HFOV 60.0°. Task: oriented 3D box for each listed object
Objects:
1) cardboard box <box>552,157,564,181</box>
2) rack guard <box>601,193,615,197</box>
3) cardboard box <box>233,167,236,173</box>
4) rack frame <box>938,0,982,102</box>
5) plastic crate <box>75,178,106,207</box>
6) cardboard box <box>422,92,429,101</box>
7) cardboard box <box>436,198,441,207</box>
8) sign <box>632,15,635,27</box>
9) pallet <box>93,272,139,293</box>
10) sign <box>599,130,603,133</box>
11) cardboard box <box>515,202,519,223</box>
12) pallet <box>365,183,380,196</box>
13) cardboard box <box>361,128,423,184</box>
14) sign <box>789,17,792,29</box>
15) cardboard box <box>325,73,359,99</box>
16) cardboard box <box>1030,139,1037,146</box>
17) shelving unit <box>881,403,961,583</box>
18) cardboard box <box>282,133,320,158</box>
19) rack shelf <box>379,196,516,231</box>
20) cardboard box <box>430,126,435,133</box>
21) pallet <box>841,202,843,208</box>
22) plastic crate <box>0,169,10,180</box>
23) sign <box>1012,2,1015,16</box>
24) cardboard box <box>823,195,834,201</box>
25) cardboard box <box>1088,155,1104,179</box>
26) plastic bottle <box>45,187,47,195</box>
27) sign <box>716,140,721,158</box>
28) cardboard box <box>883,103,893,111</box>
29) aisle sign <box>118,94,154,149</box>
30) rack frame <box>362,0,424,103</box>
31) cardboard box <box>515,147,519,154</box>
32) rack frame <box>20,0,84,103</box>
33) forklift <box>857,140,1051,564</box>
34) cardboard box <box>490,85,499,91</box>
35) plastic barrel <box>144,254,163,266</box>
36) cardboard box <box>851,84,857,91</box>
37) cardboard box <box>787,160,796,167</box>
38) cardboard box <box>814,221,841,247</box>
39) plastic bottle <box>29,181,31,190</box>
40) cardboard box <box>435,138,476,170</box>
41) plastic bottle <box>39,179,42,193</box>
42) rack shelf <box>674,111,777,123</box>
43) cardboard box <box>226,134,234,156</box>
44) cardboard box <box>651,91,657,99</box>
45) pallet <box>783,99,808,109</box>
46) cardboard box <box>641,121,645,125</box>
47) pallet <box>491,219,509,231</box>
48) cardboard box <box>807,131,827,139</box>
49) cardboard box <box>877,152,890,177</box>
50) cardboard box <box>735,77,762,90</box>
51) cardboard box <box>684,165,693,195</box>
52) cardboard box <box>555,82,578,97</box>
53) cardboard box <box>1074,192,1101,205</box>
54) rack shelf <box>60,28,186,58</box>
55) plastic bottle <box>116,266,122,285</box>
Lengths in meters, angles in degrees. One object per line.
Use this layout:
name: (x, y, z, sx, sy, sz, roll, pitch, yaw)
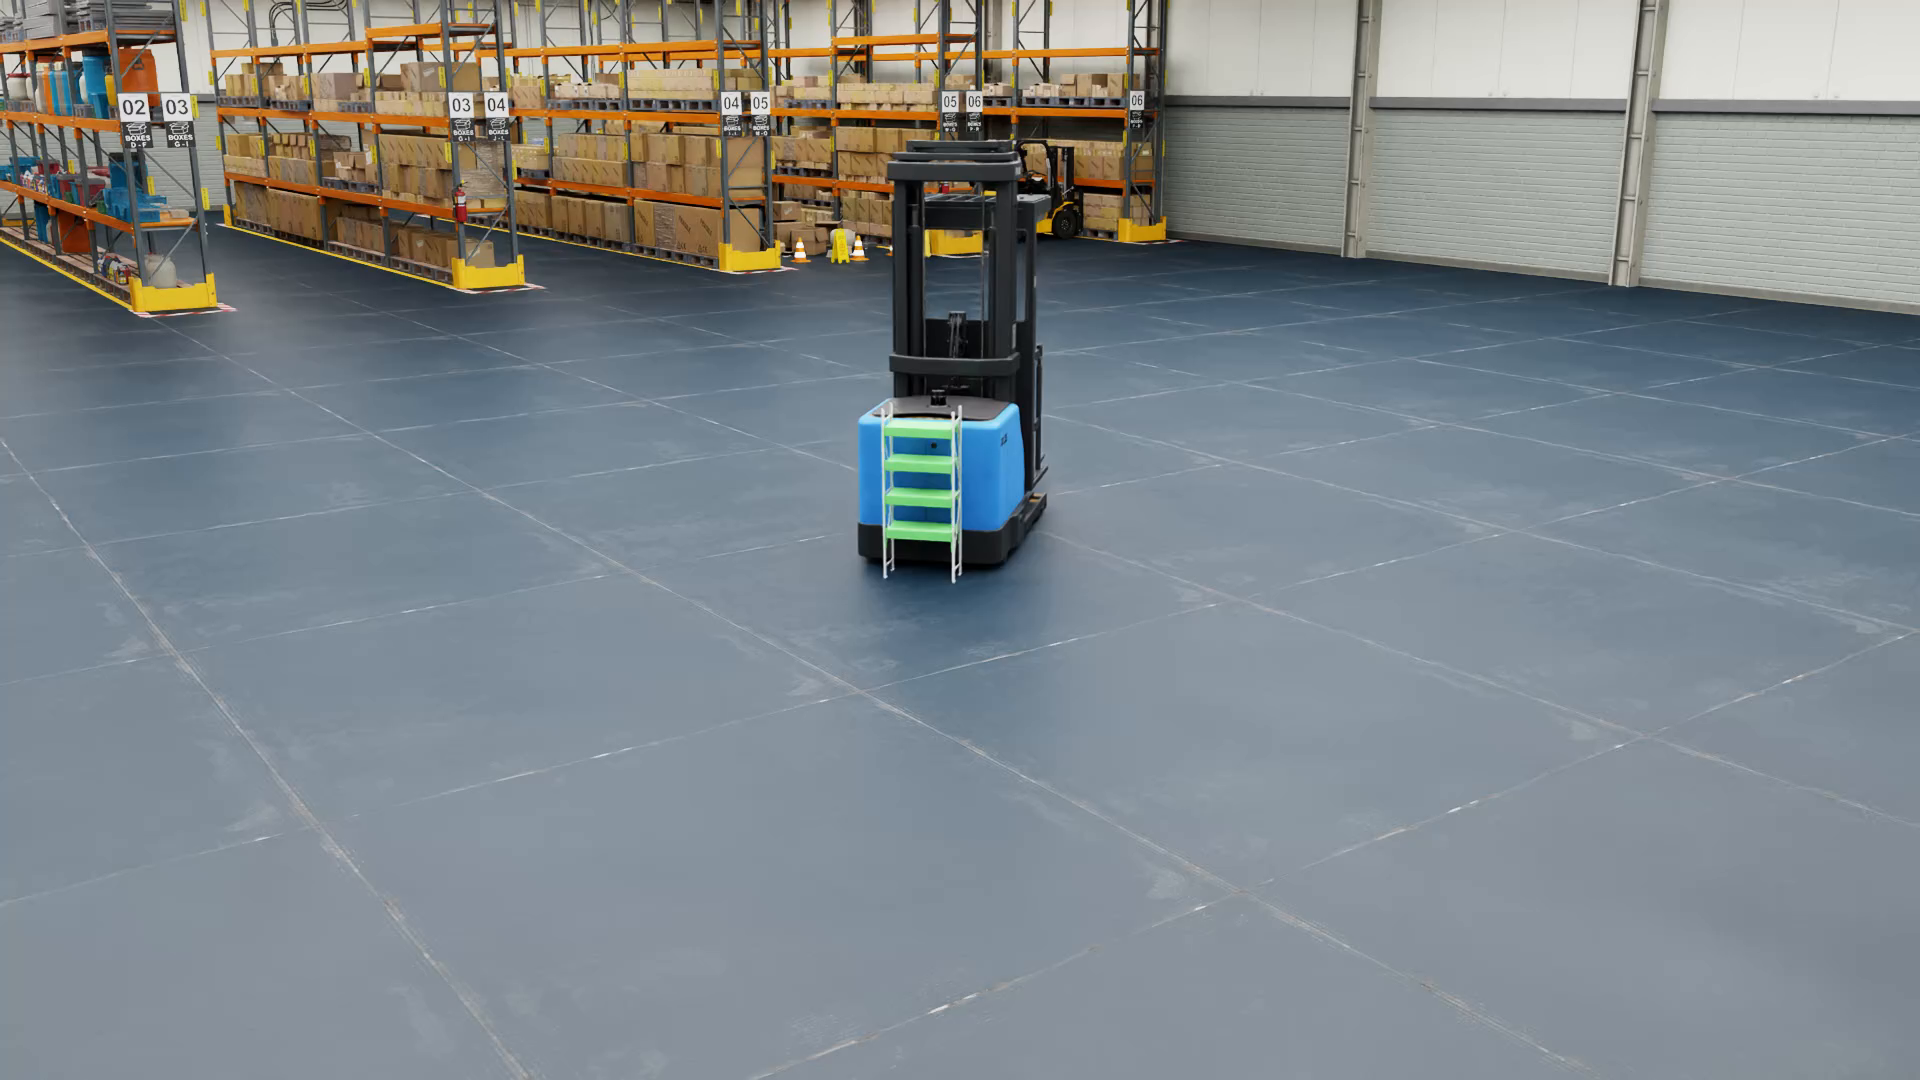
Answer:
cardboard box: (-8.598, -8.149, 36.480, 0.500, 0.500, 0.500, -11, 19, -34)
rack guard: (-9.417, -9.537, 46.473, 1.175, 0.500, 0.348, -11, 19, -35)
cardboard box: (-17.020, -8.786, 39.471, 0.380, 0.149, 0.250, -11, 19, -35)
rack frame: (0.004, -10.214, 32.849, 1.000, 3.000, 0.127, -11, 19, -35)
plastic crate: (-14.902, -5.954, 28.529, 0.402, 0.464, 0.583, -11, 19, -35)
cardboard box: (-8.902, -7.525, 28.235, 0.380, 0.149, 0.250, -11, 19, -34)
cardboard box: (-8.816, -5.845, 28.724, 0.380, 0.149, 0.250, -11, 19, -35)
sign: (-8.956, -14.201, 45.495, 0.100, 0.325, 0.005, -11, 19, -35)
pallet: (-14.009, -4.373, 28.153, 1.003, 0.211, 1.213, -11, 19, -35)
sign: (-9.856, -11.108, 45.689, 0.100, 0.325, 0.005, -11, 19, -35)
cardboard box: (-10.145, -7.669, 38.852, 0.500, 0.500, 0.500, -10, 18, -34)
pallet: (-10.695, -6.730, 31.846, 1.003, 0.211, 1.213, -11, 19, -35)
cardboard box: (-10.717, -7.320, 31.706, 1.000, 1.000, 1.000, -11, 19, -34)
sign: (-4.930, -15.011, 48.305, 0.100, 0.325, 0.005, -11, 19, -35)
cardboard box: (-12.051, -8.871, 32.488, 0.500, 0.500, 0.500, -12, 19, -36)
cardboard box: (1.854, -9.297, 38.882, 0.380, 0.149, 0.250, -11, 19, -34)
shelving unit: (-0.262, -0.324, 11.484, 0.503, 1.200, 0.258, 3, 16, 12)
cardboard box: (-14.291, -8.593, 36.202, 0.797, 0.503, 0.637, -11, 19, -34)
rack shelf: (-9.188, -5.862, 29.676, 1.077, 0.370, 4.000, -11, 19, -35)
cardboard box: (-13.299, -10.484, 42.553, 0.500, 0.500, 0.500, -11, 19, -35)
pallet: (-2.530, -9.141, 45.576, 1.003, 0.211, 1.213, -11, 19, -35)
plastic crate: (-20.596, -7.929, 36.068, 0.416, 0.233, 0.300, -11, 19, -35)
sign: (1.233, -12.242, 38.337, 0.100, 0.325, 0.005, -11, 19, -35)
cardboard box: (-3.604, -9.555, 46.410, 0.380, 0.149, 0.250, -12, 19, -36)
cardboard box: (3.218, -8.317, 37.091, 0.500, 0.500, 0.500, -10, 18, -33)
plastic bottle: (-17.358, -6.674, 31.654, 0.097, 0.201, 0.097, 0, 15, 0)
sign: (-4.387, -7.122, 30.274, 0.100, 0.325, 0.005, -11, 19, -35)
cardboard box: (-1.371, -9.000, 34.571, 0.380, 0.149, 0.250, -11, 19, -35)
aisle sign: (-12.216, -6.206, 24.644, 0.394, 0.787, 0.004, -11, 19, -35)
rack frame: (-10.364, -9.530, 30.350, 1.000, 3.000, 0.127, -11, 19, -35)
cardboard box: (-9.900, -8.860, 37.817, 0.380, 0.149, 0.250, -11, 19, -35)
rack frame: (-16.722, -9.615, 30.662, 1.000, 3.000, 0.127, -11, 19, -35)
forklift: (0.083, -1.588, 12.826, 1.130, 2.935, 3.031, 3, 16, 12)
cardboard box: (-10.648, -10.479, 38.872, 0.500, 0.311, 0.500, -11, 19, -35)
plastic barrel: (-12.762, -4.252, 26.346, 0.421, 0.512, 0.421, 0, 15, 0)
cardboard box: (-2.102, -9.658, 35.465, 0.380, 0.149, 0.250, -12, 19, -36)
cardboard box: (-3.748, -8.659, 38.213, 0.380, 0.149, 0.250, -10, 18, -33)
cardboard box: (-2.818, -6.530, 35.484, 0.500, 0.500, 0.500, 1, 15, 4)
plastic bottle: (-18.519, -7.095, 33.195, 0.097, 0.201, 0.097, 0, 15, 0)
cardboard box: (-8.535, -6.535, 28.125, 0.500, 0.500, 0.500, -11, 19, -35)
plastic bottle: (-17.722, -6.840, 32.128, 0.097, 0.271, 0.097, 0, 15, 0)
rack shelf: (-5.875, -10.556, 41.142, 1.077, 0.370, 4.000, -11, 19, -35)
cardboard box: (-17.061, -9.381, 39.468, 0.500, 0.500, 0.500, -11, 19, -36)
cardboard box: (-5.753, -8.614, 32.175, 0.380, 0.149, 0.250, -11, 19, -35)
pallet: (-3.237, -9.900, 37.740, 1.213, 0.211, 1.003, -11, 19, -35)
cardboard box: (-8.190, -11.026, 43.865, 0.380, 0.149, 0.250, -11, 19, -36)
pallet: (-10.537, -7.582, 39.879, 1.003, 0.211, 1.213, -11, 19, -35)
cardboard box: (-3.217, -9.091, 37.331, 0.380, 0.149, 0.250, -12, 19, -36)
cardboard box: (-1.402, -7.912, 35.047, 0.500, 0.500, 0.500, -11, 19, -34)
cardboard box: (-4.016, -8.442, 30.793, 0.500, 0.250, 0.500, -11, 19, -35)
cardboard box: (-4.764, -6.928, 31.924, 0.875, 0.550, 0.550, -11, 19, -35)
cardboard box: (-8.396, -9.705, 35.854, 0.500, 0.311, 0.500, -11, 19, -34)
cardboard box: (2.884, -7.715, 37.600, 0.500, 0.250, 0.500, -11, 19, -34)
rack shelf: (-13.194, -7.794, 26.128, 1.077, 0.370, 4.000, -11, 19, -35)
plastic bottle: (-13.536, -4.262, 26.778, 0.061, 0.283, 0.133, -10, 18, -33)
